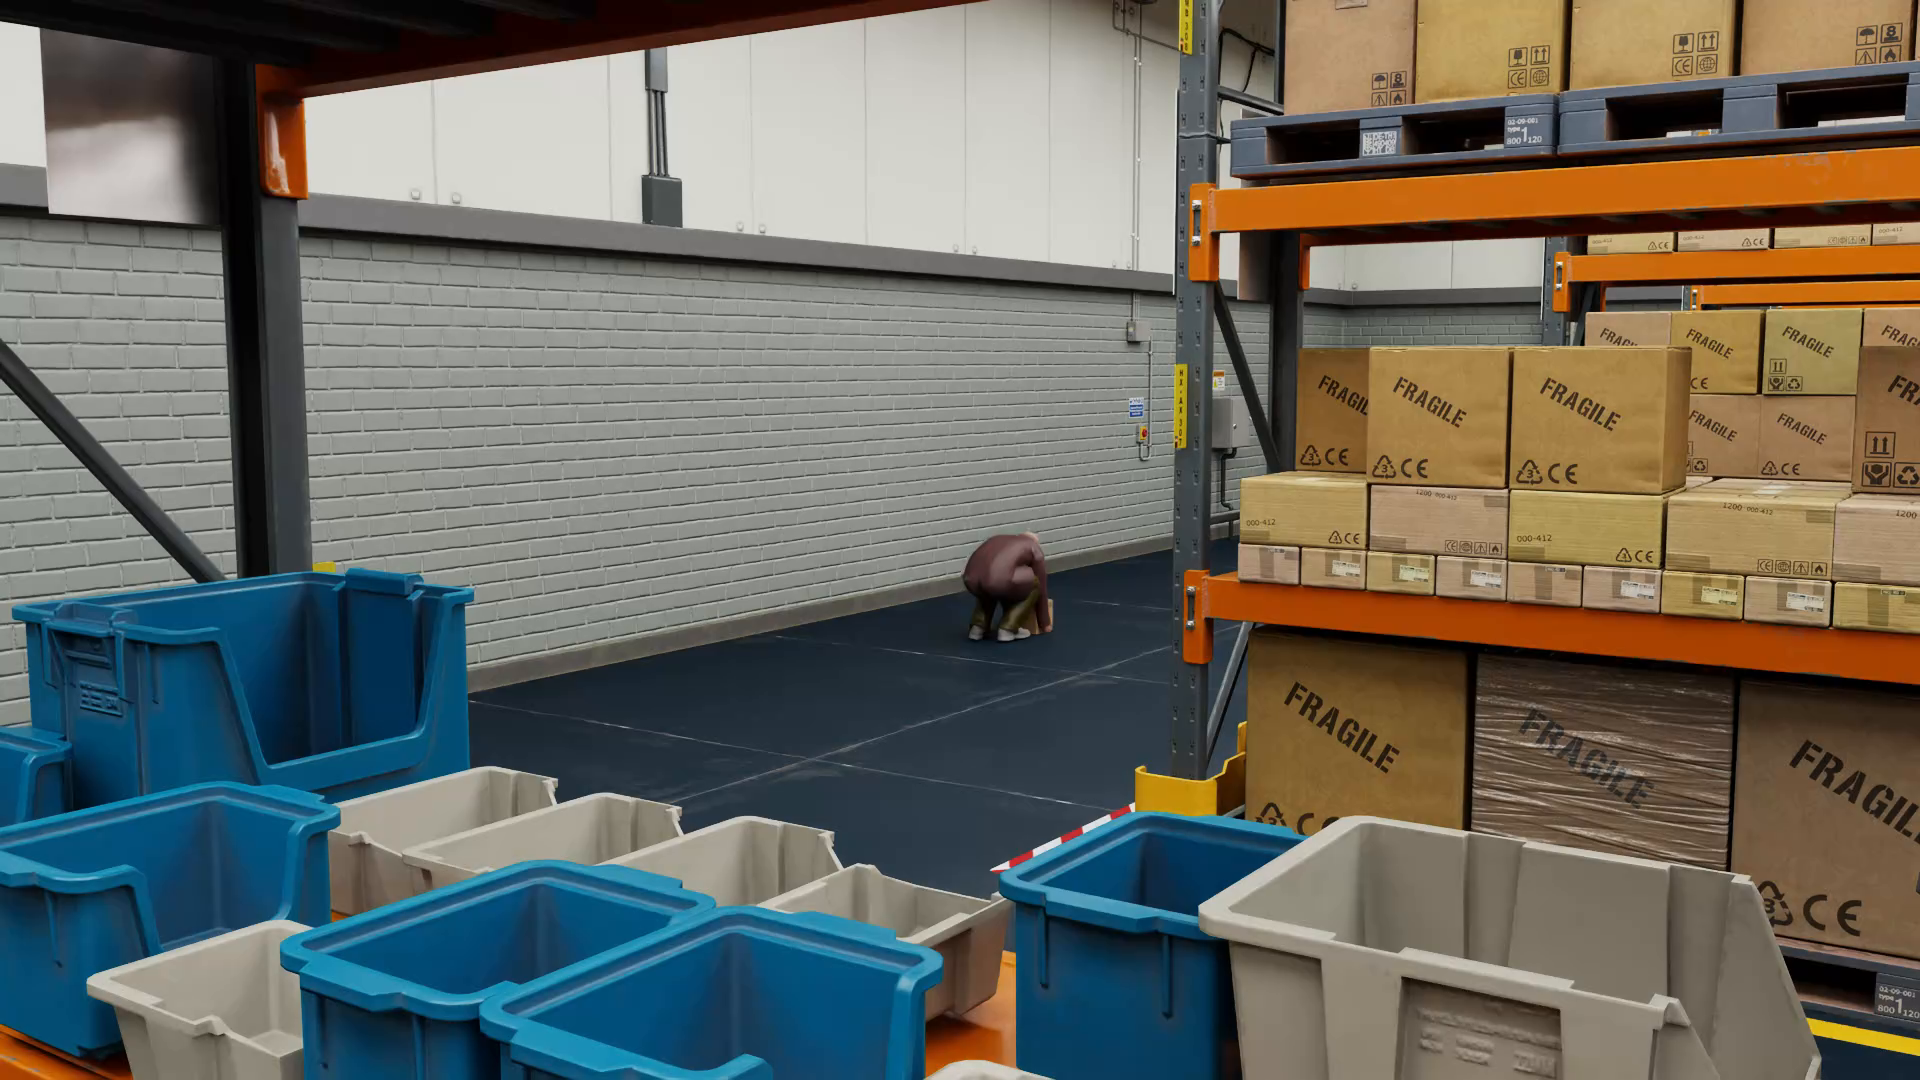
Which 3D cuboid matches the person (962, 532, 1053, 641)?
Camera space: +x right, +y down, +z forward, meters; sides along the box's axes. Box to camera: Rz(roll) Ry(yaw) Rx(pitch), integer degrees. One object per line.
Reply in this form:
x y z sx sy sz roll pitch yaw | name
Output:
0.373 0.374 12.983 0.574 0.812 0.934 4 7 32 | person
